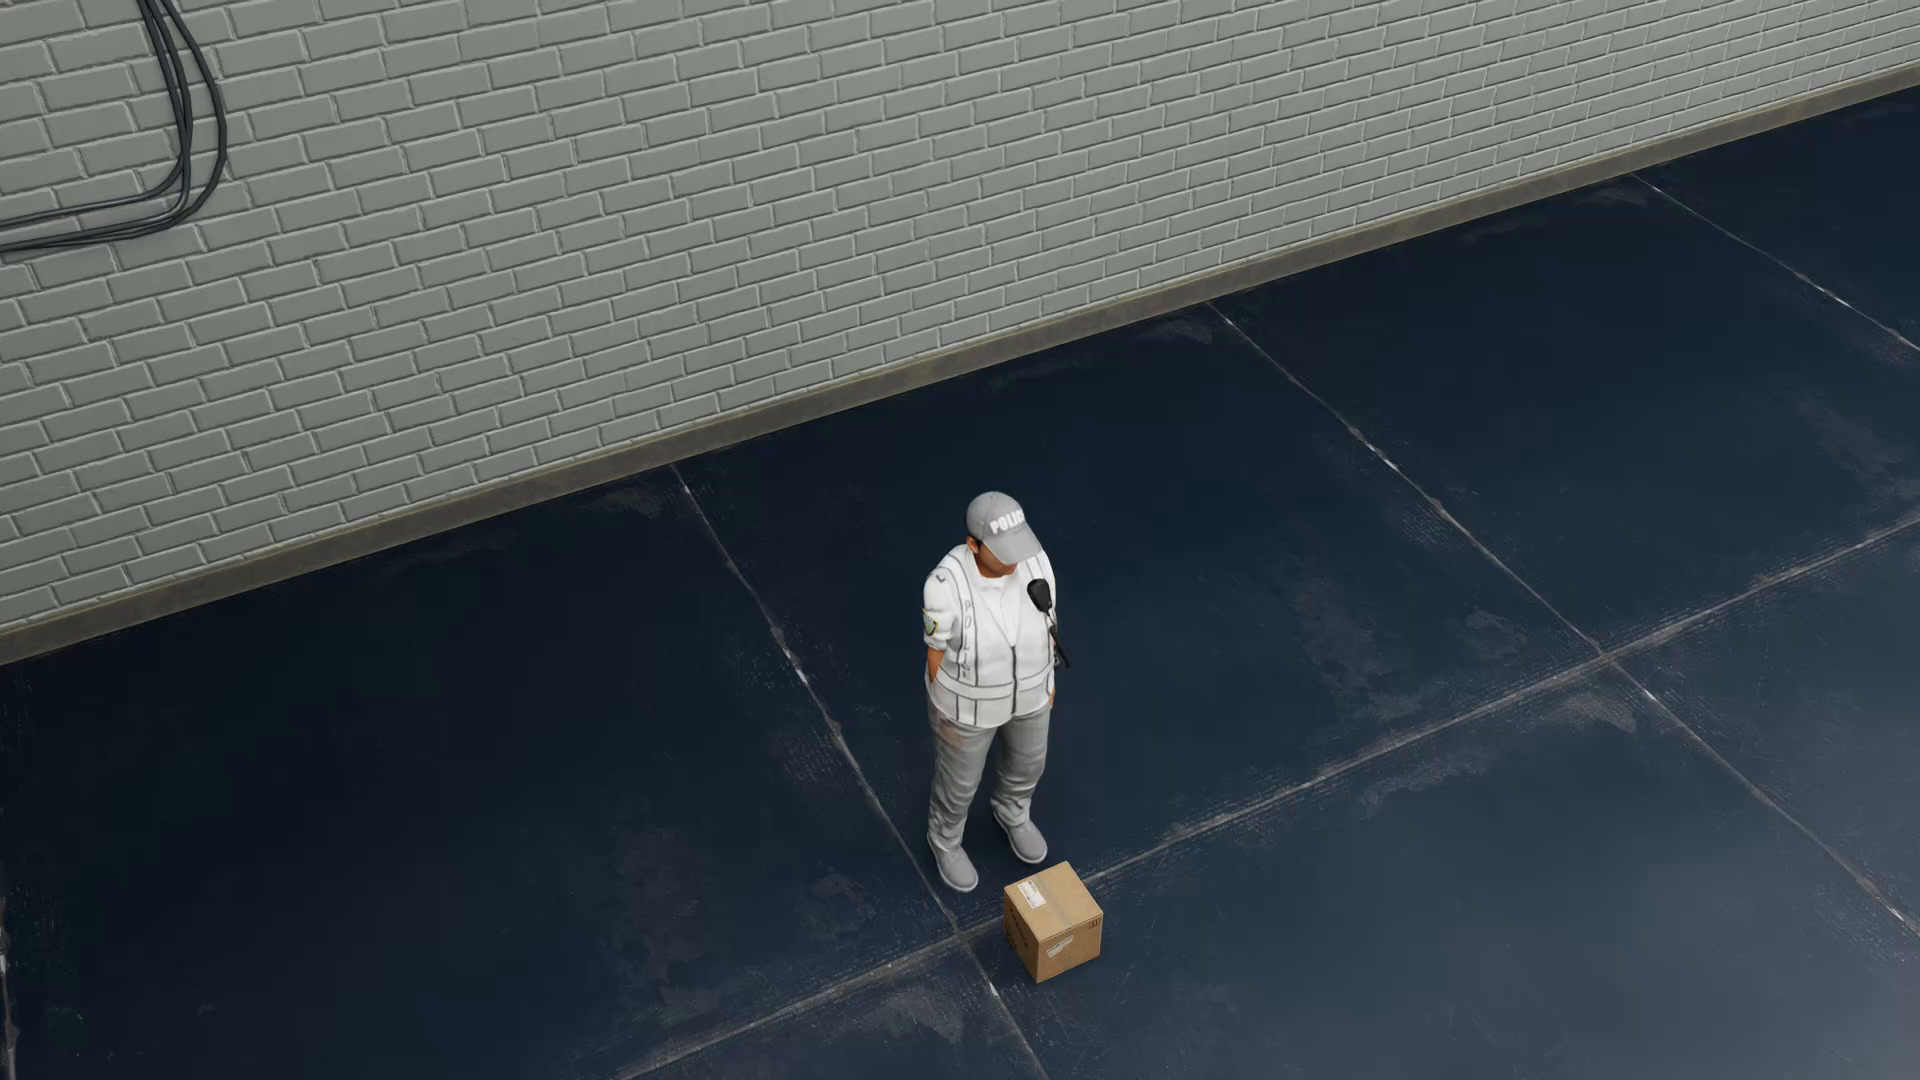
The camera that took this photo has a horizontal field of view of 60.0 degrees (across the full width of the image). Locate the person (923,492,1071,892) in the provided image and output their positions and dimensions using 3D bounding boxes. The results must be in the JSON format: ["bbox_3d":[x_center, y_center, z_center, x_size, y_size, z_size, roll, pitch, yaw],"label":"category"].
[{"bbox_3d":[0.119,0.514,5.587,0.468,1.668,0.390,-18,45,-19],"label":"person"}]
